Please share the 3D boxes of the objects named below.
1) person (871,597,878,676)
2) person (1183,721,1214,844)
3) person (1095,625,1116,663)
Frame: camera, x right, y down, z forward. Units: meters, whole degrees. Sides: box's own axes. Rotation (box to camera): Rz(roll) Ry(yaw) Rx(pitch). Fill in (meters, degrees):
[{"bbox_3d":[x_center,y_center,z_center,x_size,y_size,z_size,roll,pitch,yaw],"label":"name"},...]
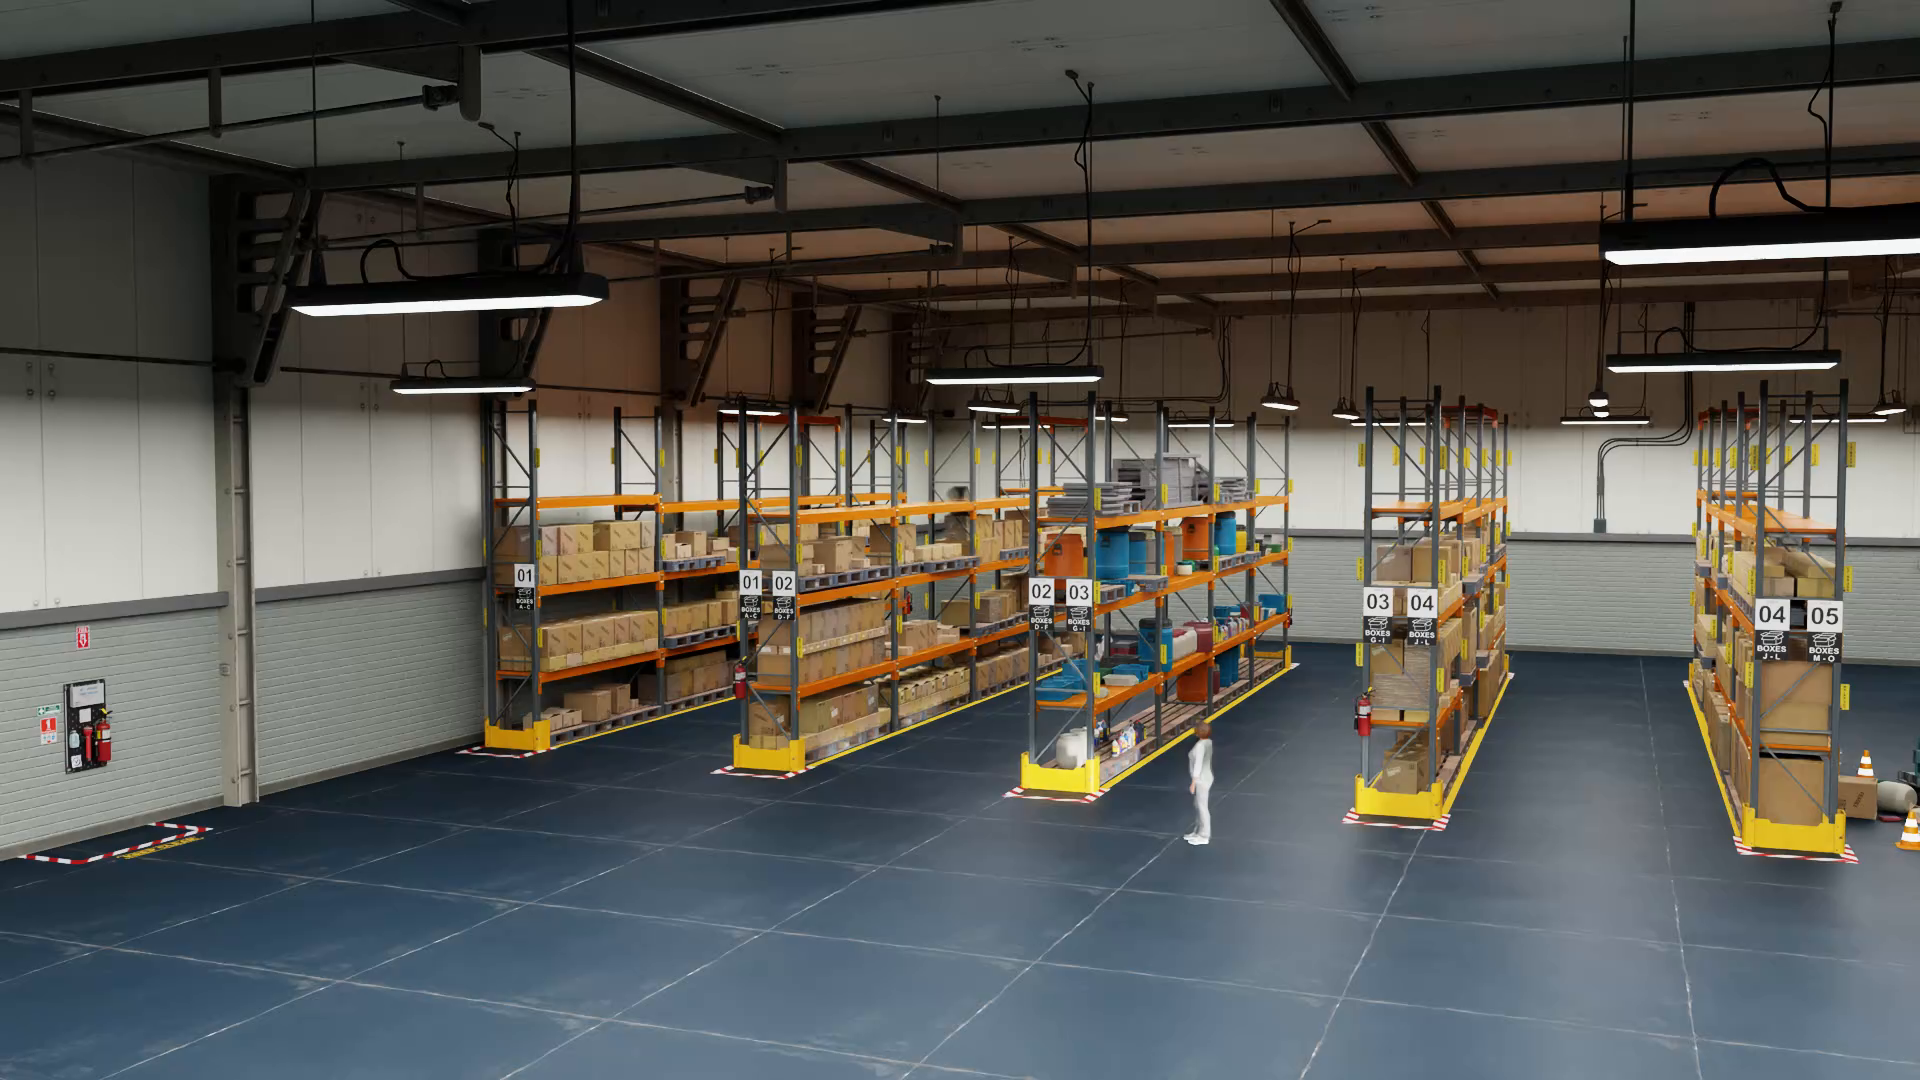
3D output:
[{"bbox_3d":[-1.977,2.220,38.448,0.478,1.785,0.599,2,3,31],"label":"person"},{"bbox_3d":[3.093,3.142,21.568,0.388,1.602,0.467,0,3,8],"label":"person"},{"bbox_3d":[2.862,2.510,33.514,0.511,1.704,0.508,-1,3,-17],"label":"person"}]
